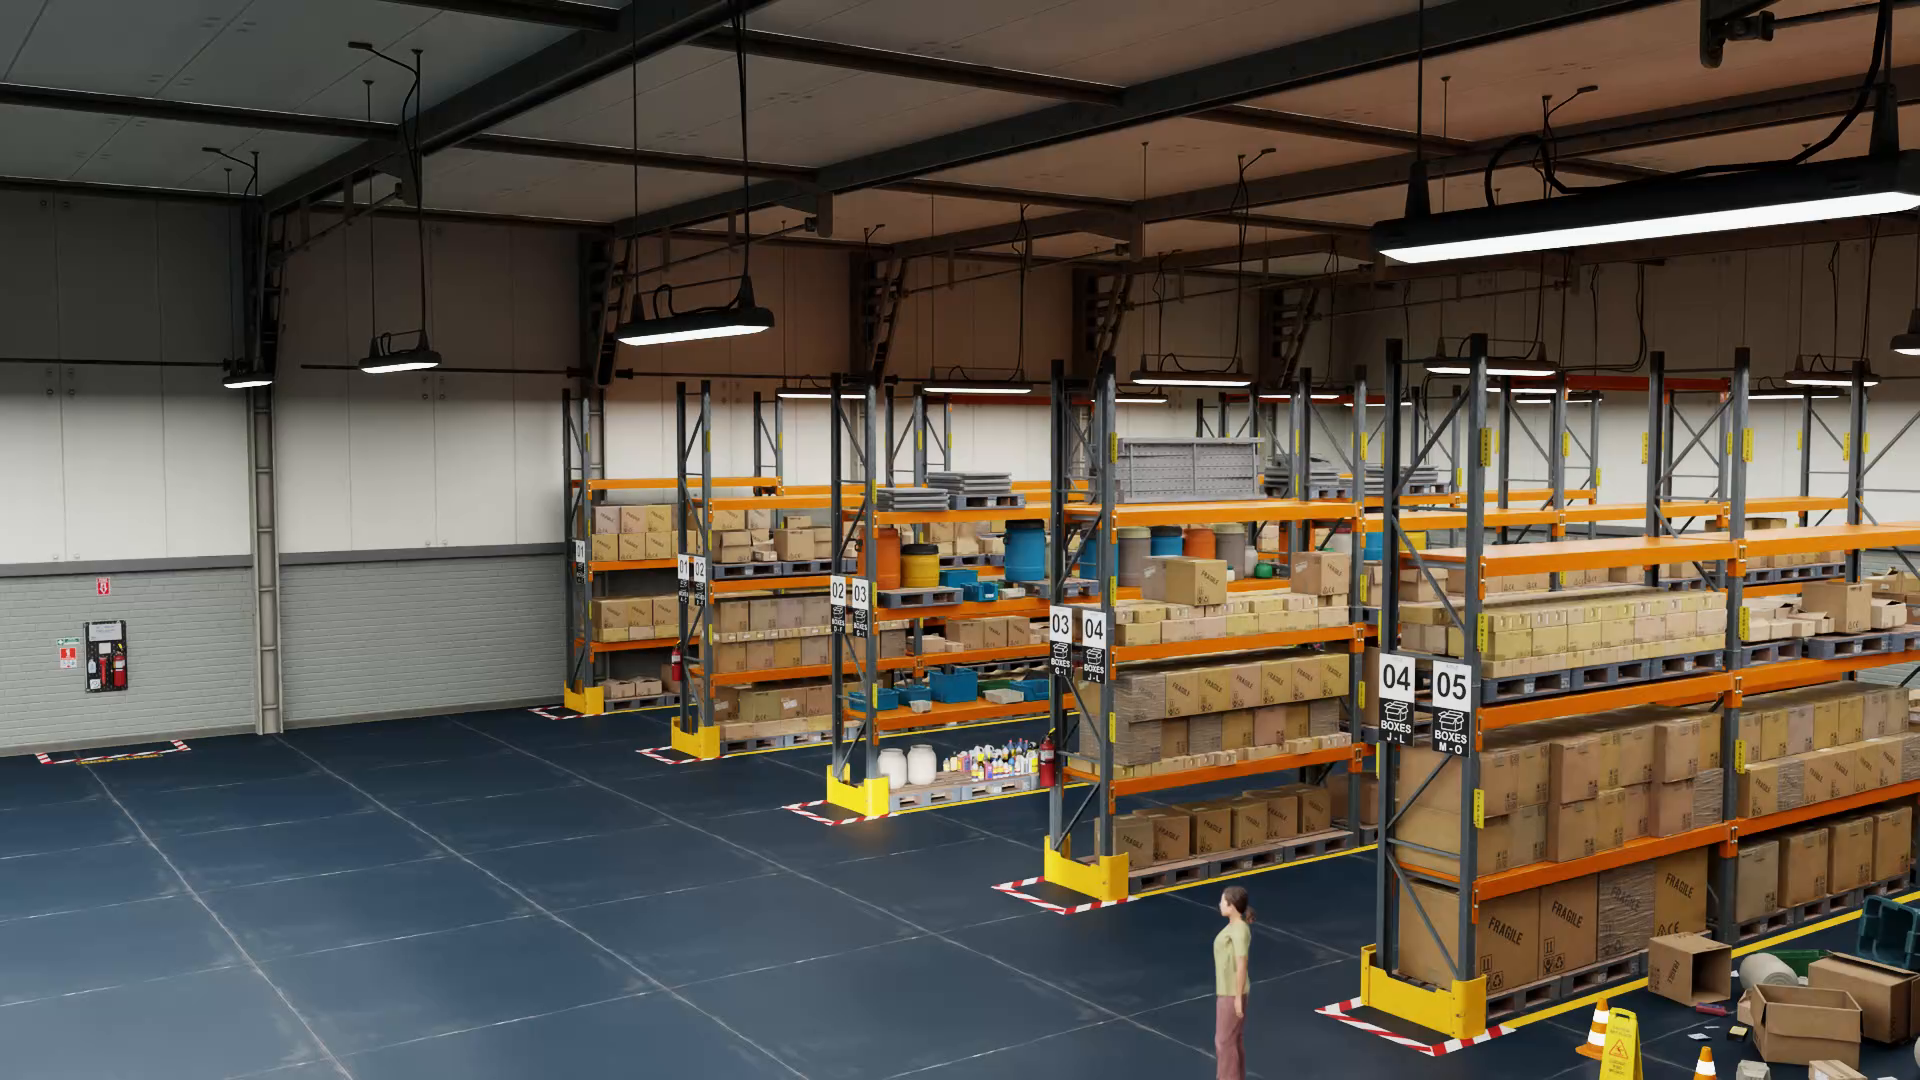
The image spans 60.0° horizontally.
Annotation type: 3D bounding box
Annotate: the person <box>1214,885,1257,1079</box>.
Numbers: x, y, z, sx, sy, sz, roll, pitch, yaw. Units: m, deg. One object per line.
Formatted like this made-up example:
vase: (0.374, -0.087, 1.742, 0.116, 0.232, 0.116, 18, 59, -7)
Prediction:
person: (2.079, 3.516, 12.763, 0.386, 1.711, 0.560, 1, 4, 11)

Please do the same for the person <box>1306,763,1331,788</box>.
person: (4.906, 2.786, 23.005, 0.603, 1.770, 0.522, -1, 4, -20)
